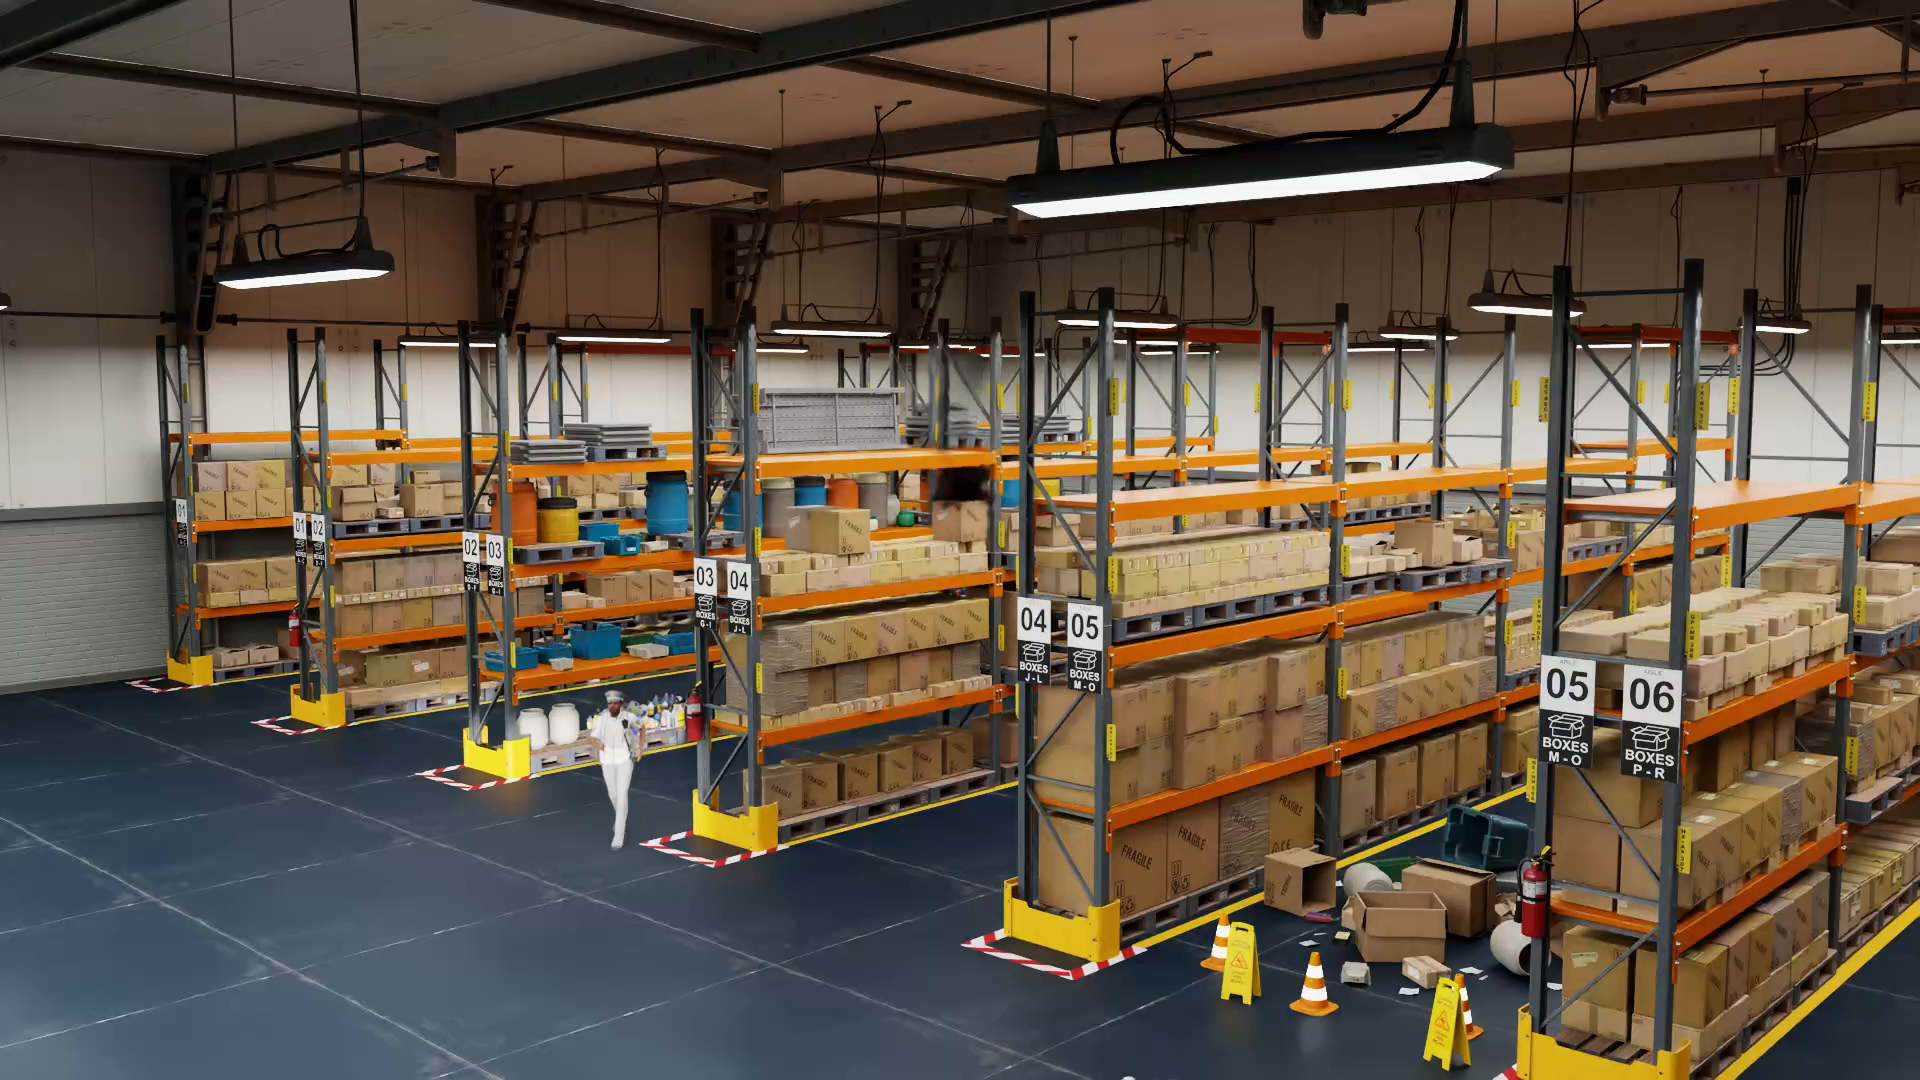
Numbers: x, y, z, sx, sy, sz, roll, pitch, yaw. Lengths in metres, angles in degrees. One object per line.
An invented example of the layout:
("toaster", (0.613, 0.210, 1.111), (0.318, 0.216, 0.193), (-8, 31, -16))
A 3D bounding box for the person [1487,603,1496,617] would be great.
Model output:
("person", (8.427, 1.840, 26.157), (0.654, 1.761, 0.897), (5, 7, 40))

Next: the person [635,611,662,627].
("person", (-6.086, 1.331, 32.714), (0.654, 1.614, 0.979), (5, 7, 43))

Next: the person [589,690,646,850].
("person", (-3.881, 2.542, 18.833), (0.584, 1.741, 0.853), (0, 5, 5))
